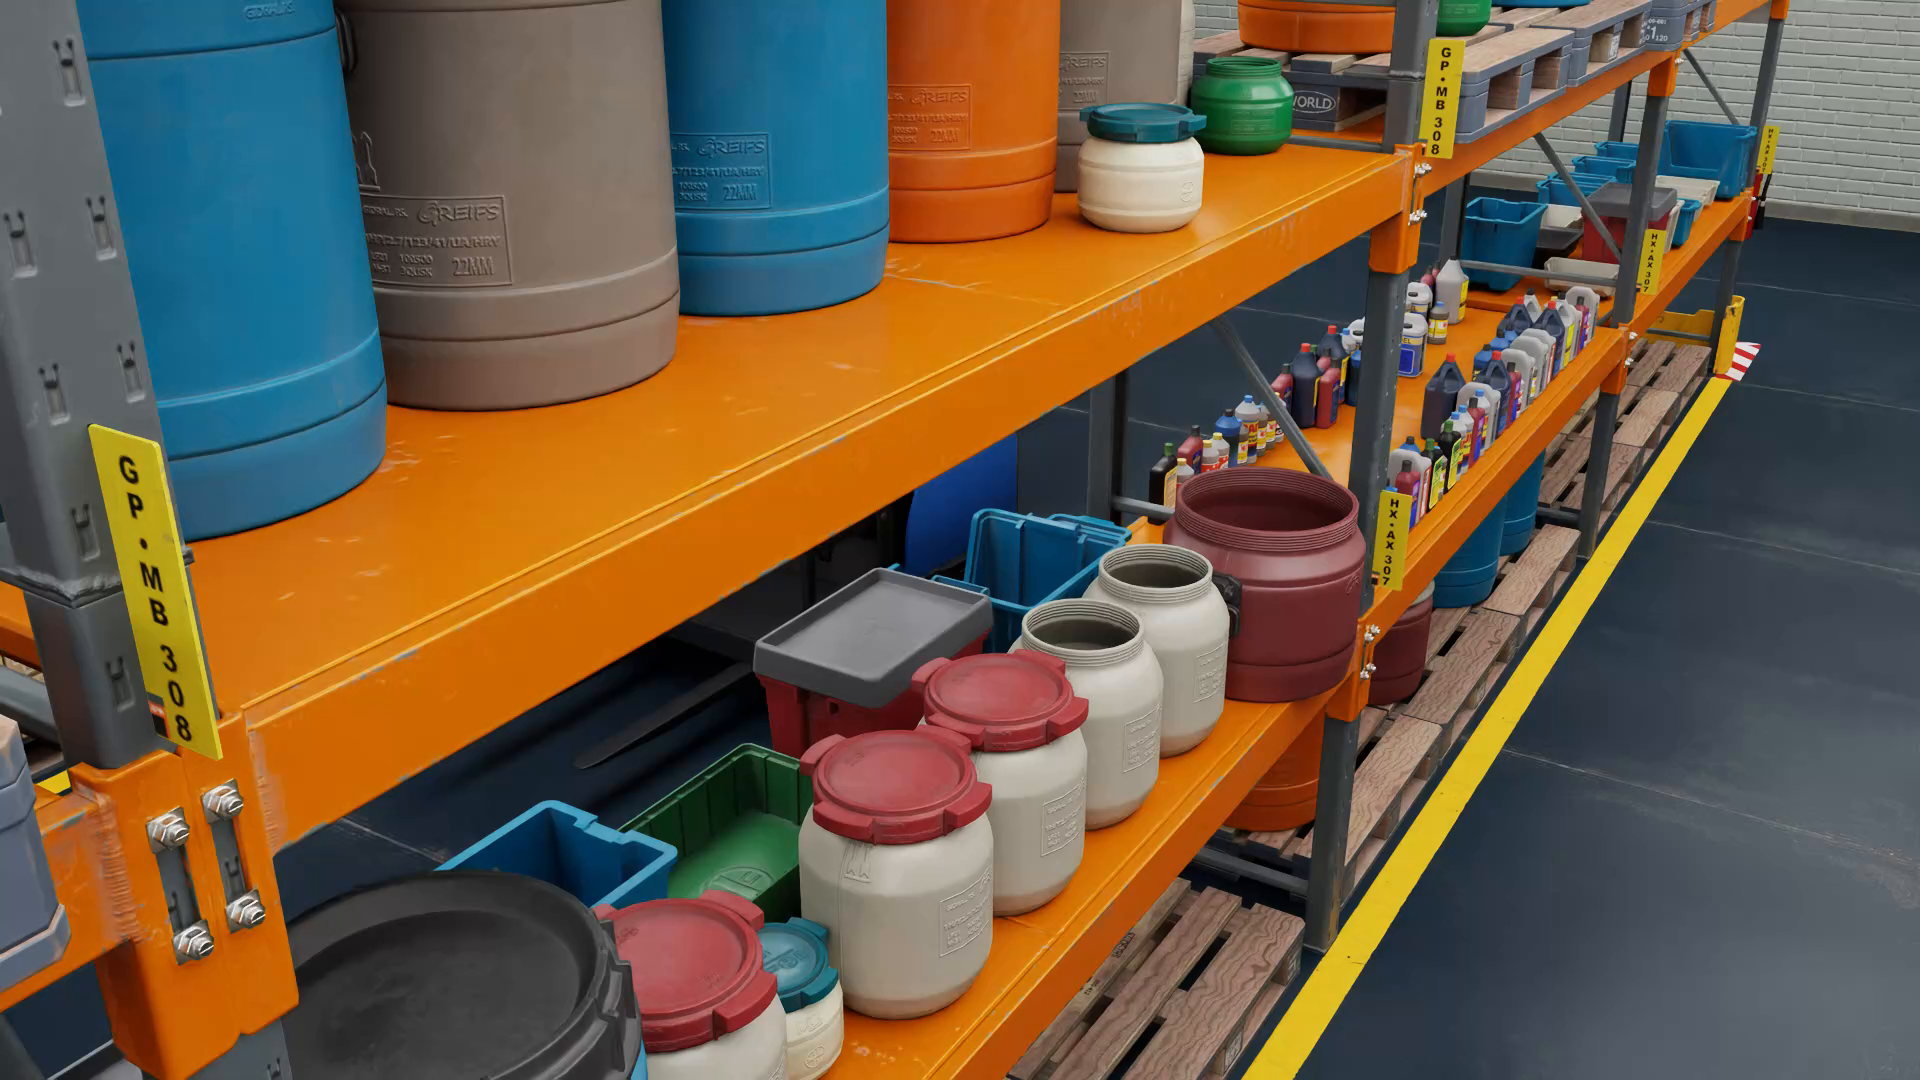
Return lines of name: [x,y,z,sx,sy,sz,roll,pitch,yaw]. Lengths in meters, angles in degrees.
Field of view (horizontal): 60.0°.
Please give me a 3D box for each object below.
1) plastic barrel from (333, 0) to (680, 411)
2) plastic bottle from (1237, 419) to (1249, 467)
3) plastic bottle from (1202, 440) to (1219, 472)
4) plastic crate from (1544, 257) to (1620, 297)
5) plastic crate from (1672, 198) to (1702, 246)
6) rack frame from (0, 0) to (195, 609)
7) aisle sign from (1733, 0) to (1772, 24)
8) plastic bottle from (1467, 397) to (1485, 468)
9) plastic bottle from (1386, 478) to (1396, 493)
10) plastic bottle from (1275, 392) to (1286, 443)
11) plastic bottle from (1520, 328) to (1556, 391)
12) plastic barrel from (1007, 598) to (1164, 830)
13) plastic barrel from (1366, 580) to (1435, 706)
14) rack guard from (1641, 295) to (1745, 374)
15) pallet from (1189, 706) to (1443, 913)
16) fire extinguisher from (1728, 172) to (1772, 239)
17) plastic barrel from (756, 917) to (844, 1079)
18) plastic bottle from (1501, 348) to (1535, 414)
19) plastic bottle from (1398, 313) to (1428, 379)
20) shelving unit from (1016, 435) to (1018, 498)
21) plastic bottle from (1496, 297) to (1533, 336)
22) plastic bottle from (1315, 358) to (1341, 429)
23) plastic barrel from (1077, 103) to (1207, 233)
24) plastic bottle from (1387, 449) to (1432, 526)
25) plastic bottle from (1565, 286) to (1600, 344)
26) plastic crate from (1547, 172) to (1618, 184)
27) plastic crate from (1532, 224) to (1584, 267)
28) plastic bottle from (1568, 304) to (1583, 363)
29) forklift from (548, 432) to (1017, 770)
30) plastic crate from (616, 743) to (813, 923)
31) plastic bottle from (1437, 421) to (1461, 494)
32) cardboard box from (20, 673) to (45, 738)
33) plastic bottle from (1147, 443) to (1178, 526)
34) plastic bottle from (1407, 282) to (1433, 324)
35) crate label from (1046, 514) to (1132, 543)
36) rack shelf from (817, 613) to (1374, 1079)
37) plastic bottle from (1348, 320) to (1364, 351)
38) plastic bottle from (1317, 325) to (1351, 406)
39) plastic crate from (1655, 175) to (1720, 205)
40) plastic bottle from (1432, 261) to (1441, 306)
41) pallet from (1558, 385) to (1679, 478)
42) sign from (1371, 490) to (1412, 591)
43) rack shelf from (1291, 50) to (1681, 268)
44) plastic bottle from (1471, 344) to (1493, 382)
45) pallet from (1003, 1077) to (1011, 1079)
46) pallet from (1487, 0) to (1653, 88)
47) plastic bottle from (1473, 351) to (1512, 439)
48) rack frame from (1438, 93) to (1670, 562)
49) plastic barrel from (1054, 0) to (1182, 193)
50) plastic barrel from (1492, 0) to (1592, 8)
plastic barrel: [-0.788,-0.729,2.752,0.600,0.901,0.600,0,23,0]
plastic bottle: [1.097,-0.381,6.605,0.097,0.201,0.097,0,23,0]
plastic bottle: [0.943,-0.283,6.377,0.097,0.201,0.097,0,23,0]
plastic crate: [3.370,-1.419,9.008,0.396,0.136,0.243,14,27,29]
plastic crate: [4.248,-1.939,10.088,0.416,0.233,0.300,14,27,29]
rack frame: [-1.216,-1.438,1.245,1.000,3.000,0.127,14,27,29]
aisle sign: [5.400,-3.891,11.190,0.394,0.787,0.004,14,27,29]
plastic bottle: [2.045,-0.440,6.638,0.061,0.283,0.133,14,27,29]
plastic bottle: [1.481,-0.088,5.839,0.097,0.271,0.097,0,23,0]
plastic bottle: [1.302,-0.513,6.909,0.097,0.201,0.097,0,23,0]
plastic bottle: [2.612,-0.834,7.556,0.152,0.276,0.135,14,27,29]
plastic barrel: [0.310,0.448,4.299,0.421,0.512,0.421,0,23,0]
plastic barrel: [1.733,0.329,7.221,0.600,0.588,0.708,14,27,29]
rack guard: [5.115,-1.599,12.314,1.175,0.500,0.348,14,27,29]
pallet: [1.274,0.970,6.744,1.003,0.211,1.213,14,27,29]
fire extinguisher: [5.579,-2.484,11.779,0.296,0.674,0.183,14,27,29]
plastic barrel: [-0.388,0.964,3.422,0.301,0.262,0.301,0,23,0]
plastic bottle: [2.418,-0.710,7.271,0.152,0.276,0.135,14,27,29]
plastic bottle: [2.076,-0.907,7.726,0.152,0.276,0.135,14,27,29]
shelving unit: [0.087,-0.606,9.141,0.258,1.200,0.503,14,27,29]
plastic bottle: [2.577,-0.951,7.734,0.144,0.351,0.185,14,27,29]
plastic bottle: [1.567,-0.625,7.065,0.061,0.283,0.133,14,27,29]
plastic barrel: [0.421,-0.870,3.882,0.301,0.262,0.301,0,23,0]
plastic bottle: [1.640,-0.212,6.121,0.152,0.276,0.135,14,27,29]
plastic bottle: [3.070,-1.127,8.234,0.152,0.276,0.135,14,27,29]
plastic crate: [4.009,-2.227,10.754,0.416,0.233,0.300,14,27,29]
plastic crate: [3.366,-1.720,9.719,0.437,0.125,0.590,14,27,29]
plastic bottle: [2.878,-1.004,7.950,0.152,0.276,0.135,14,27,29]
forklift: [-0.928,-0.804,7.419,1.130,2.935,3.031,15,28,31]
plastic crate: [-0.538,0.765,3.973,0.450,0.188,0.662,14,27,29]
plastic bottle: [1.872,-0.329,6.382,0.061,0.283,0.133,14,27,29]
cardboard box: [-3.920,0.567,7.096,0.500,0.250,0.500,15,27,30]
plastic bottle: [0.744,-0.207,6.100,0.061,0.283,0.133,14,27,29]
plastic bottle: [2.243,-1.128,8.236,0.152,0.276,0.135,14,27,29]
crate label: [0.353,0.106,5.441,0.303,0.233,0.416,14,27,29]
rack shelf: [-0.161,0.970,4.139,1.077,0.370,4.000,14,27,29]
plastic bottle: [1.825,-0.861,7.619,0.152,0.276,0.135,14,27,29]
plastic bottle: [1.635,-0.776,7.330,0.144,0.351,0.185,14,27,29]
plastic crate: [4.837,-2.328,11.109,0.396,0.136,0.243,14,27,29]
plastic bottle: [2.448,-1.297,8.617,0.061,0.283,0.133,14,27,29]
pallet: [4.001,-0.775,10.775,1.003,0.211,1.213,14,27,29]
sign: [1.365,0.003,5.262,0.100,0.325,0.005,14,27,29]
rack shelf: [1.949,-1.756,6.661,1.077,0.370,4.000,14,27,29]
plastic bottle: [2.302,-0.728,7.317,0.097,0.271,0.097,0,23,0]
pallet: [-0.192,1.908,4.576,1.003,0.211,1.213,14,27,29]
pallet: [2.077,-2.006,6.571,1.003,0.211,1.213,14,27,29]
plastic bottle: [2.216,-0.612,6.949,0.144,0.351,0.185,14,27,29]
rack frame: [3.004,-1.385,8.674,1.000,3.000,0.127,14,27,29]
plastic barrel: [0.276,-1.410,4.324,0.600,0.901,0.600,0,23,0]
plastic barrel: [2.233,-2.576,6.490,0.600,0.901,0.708,14,27,29]
